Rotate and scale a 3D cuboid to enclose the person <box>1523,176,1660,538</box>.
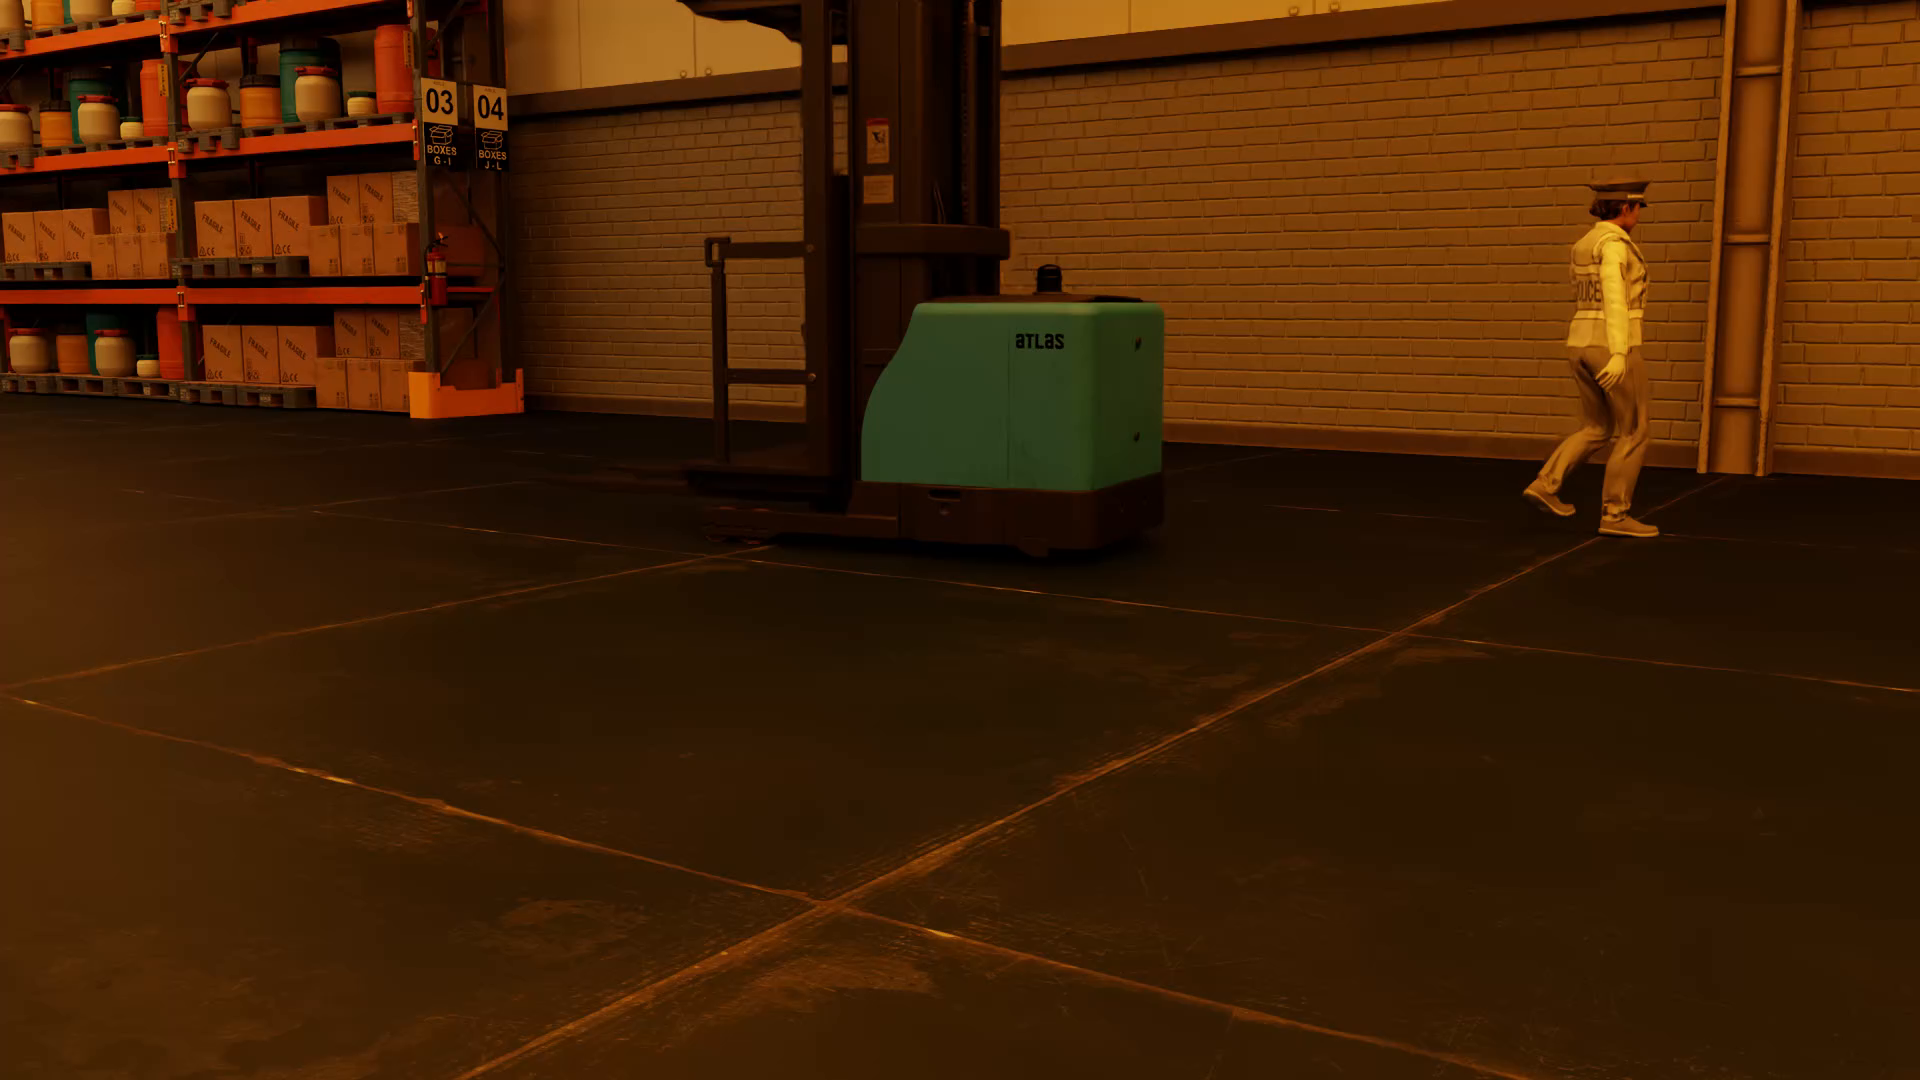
[{"bbox_3d":[2.983,-0.837,7.667,0.594,1.652,0.753,-1,8,-7],"label":"person"}]

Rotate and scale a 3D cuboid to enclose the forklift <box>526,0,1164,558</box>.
[{"bbox_3d":[-0.624,-1.490,7.671,3.031,2.935,1.130,4,9,25],"label":"forklift"}]
